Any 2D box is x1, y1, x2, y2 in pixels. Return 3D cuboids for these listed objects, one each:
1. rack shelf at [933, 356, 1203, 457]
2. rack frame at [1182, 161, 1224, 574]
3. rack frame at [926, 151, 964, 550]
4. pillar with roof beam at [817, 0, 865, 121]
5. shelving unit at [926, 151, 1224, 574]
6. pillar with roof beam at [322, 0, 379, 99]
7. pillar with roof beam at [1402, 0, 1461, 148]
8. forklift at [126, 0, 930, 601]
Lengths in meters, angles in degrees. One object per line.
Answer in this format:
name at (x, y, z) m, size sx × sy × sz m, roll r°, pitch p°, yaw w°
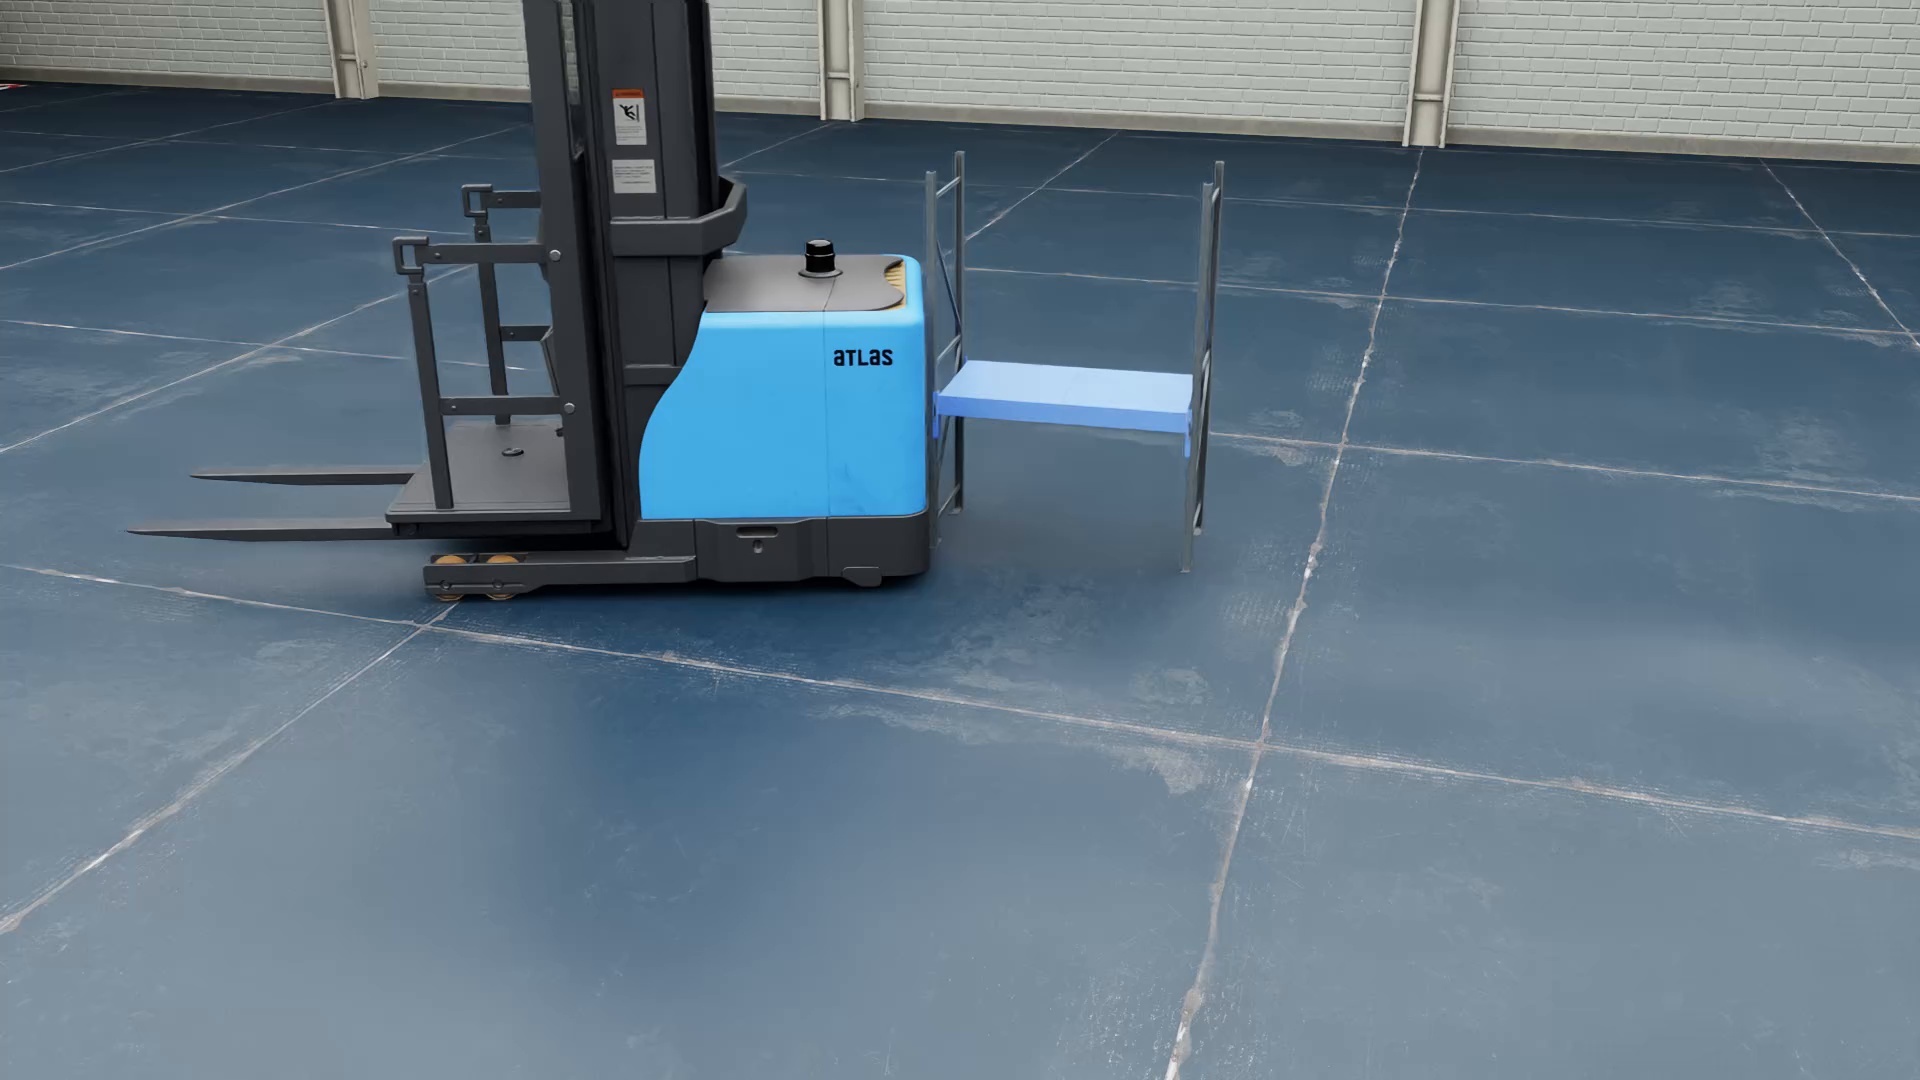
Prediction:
rack shelf at (0.440, -0.536, 6.573) m, size 1.000 × 0.185 × 0.538 m, roll 5°, pitch 23°, yaw 12°
rack frame at (0.934, -0.657, 6.396) m, size 0.032 × 1.500 × 0.500 m, roll 5°, pitch 23°, yaw 12°
rack frame at (-0.054, -0.747, 6.614) m, size 0.032 × 1.500 × 0.500 m, roll 5°, pitch 23°, yaw 12°
pillar with roof beam at (-2.491, -7.091, 12.199) m, size 0.400 × 9.000 × 9.100 m, roll 7°, pitch 23°, yaw 16°
shelving unit at (0.440, -0.702, 6.505) m, size 1.048 × 1.500 × 0.538 m, roll 5°, pitch 23°, yaw 12°
pillar with roof beam at (-8.235, -7.748, 13.802) m, size 0.400 × 9.000 × 9.100 m, roll 7°, pitch 23°, yaw 16°
pillar with roof beam at (3.253, -6.433, 10.595) m, size 0.400 × 9.000 × 9.100 m, roll 7°, pitch 23°, yaw 16°
forklift at (-1.646, -1.333, 6.157) m, size 3.031 × 2.935 × 1.130 m, roll -1°, pitch 22°, yaw -2°
